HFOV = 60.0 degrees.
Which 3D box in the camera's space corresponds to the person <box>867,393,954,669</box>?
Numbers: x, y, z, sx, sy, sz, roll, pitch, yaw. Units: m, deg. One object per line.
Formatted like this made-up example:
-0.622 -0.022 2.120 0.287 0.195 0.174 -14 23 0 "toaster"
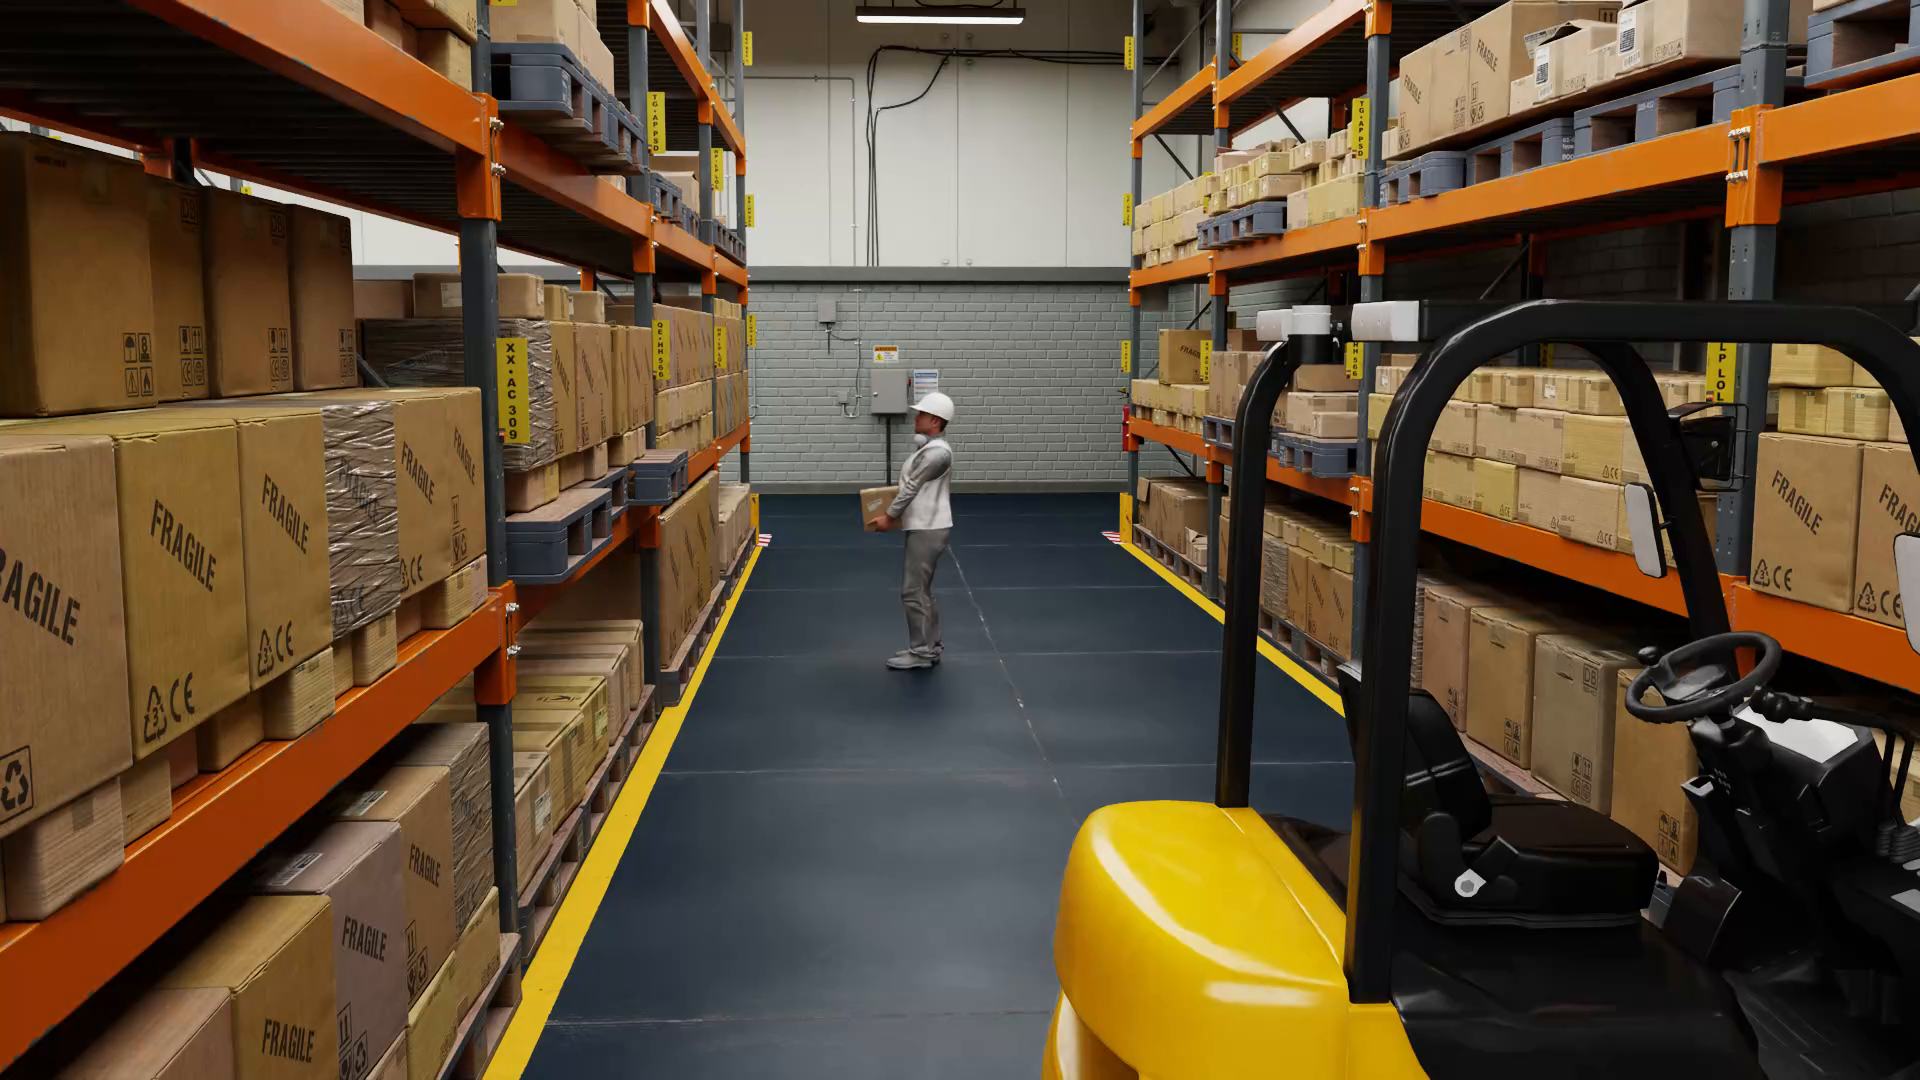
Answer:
-0.318 -0.062 10.690 0.565 1.762 0.494 0 7 -3 "person"
